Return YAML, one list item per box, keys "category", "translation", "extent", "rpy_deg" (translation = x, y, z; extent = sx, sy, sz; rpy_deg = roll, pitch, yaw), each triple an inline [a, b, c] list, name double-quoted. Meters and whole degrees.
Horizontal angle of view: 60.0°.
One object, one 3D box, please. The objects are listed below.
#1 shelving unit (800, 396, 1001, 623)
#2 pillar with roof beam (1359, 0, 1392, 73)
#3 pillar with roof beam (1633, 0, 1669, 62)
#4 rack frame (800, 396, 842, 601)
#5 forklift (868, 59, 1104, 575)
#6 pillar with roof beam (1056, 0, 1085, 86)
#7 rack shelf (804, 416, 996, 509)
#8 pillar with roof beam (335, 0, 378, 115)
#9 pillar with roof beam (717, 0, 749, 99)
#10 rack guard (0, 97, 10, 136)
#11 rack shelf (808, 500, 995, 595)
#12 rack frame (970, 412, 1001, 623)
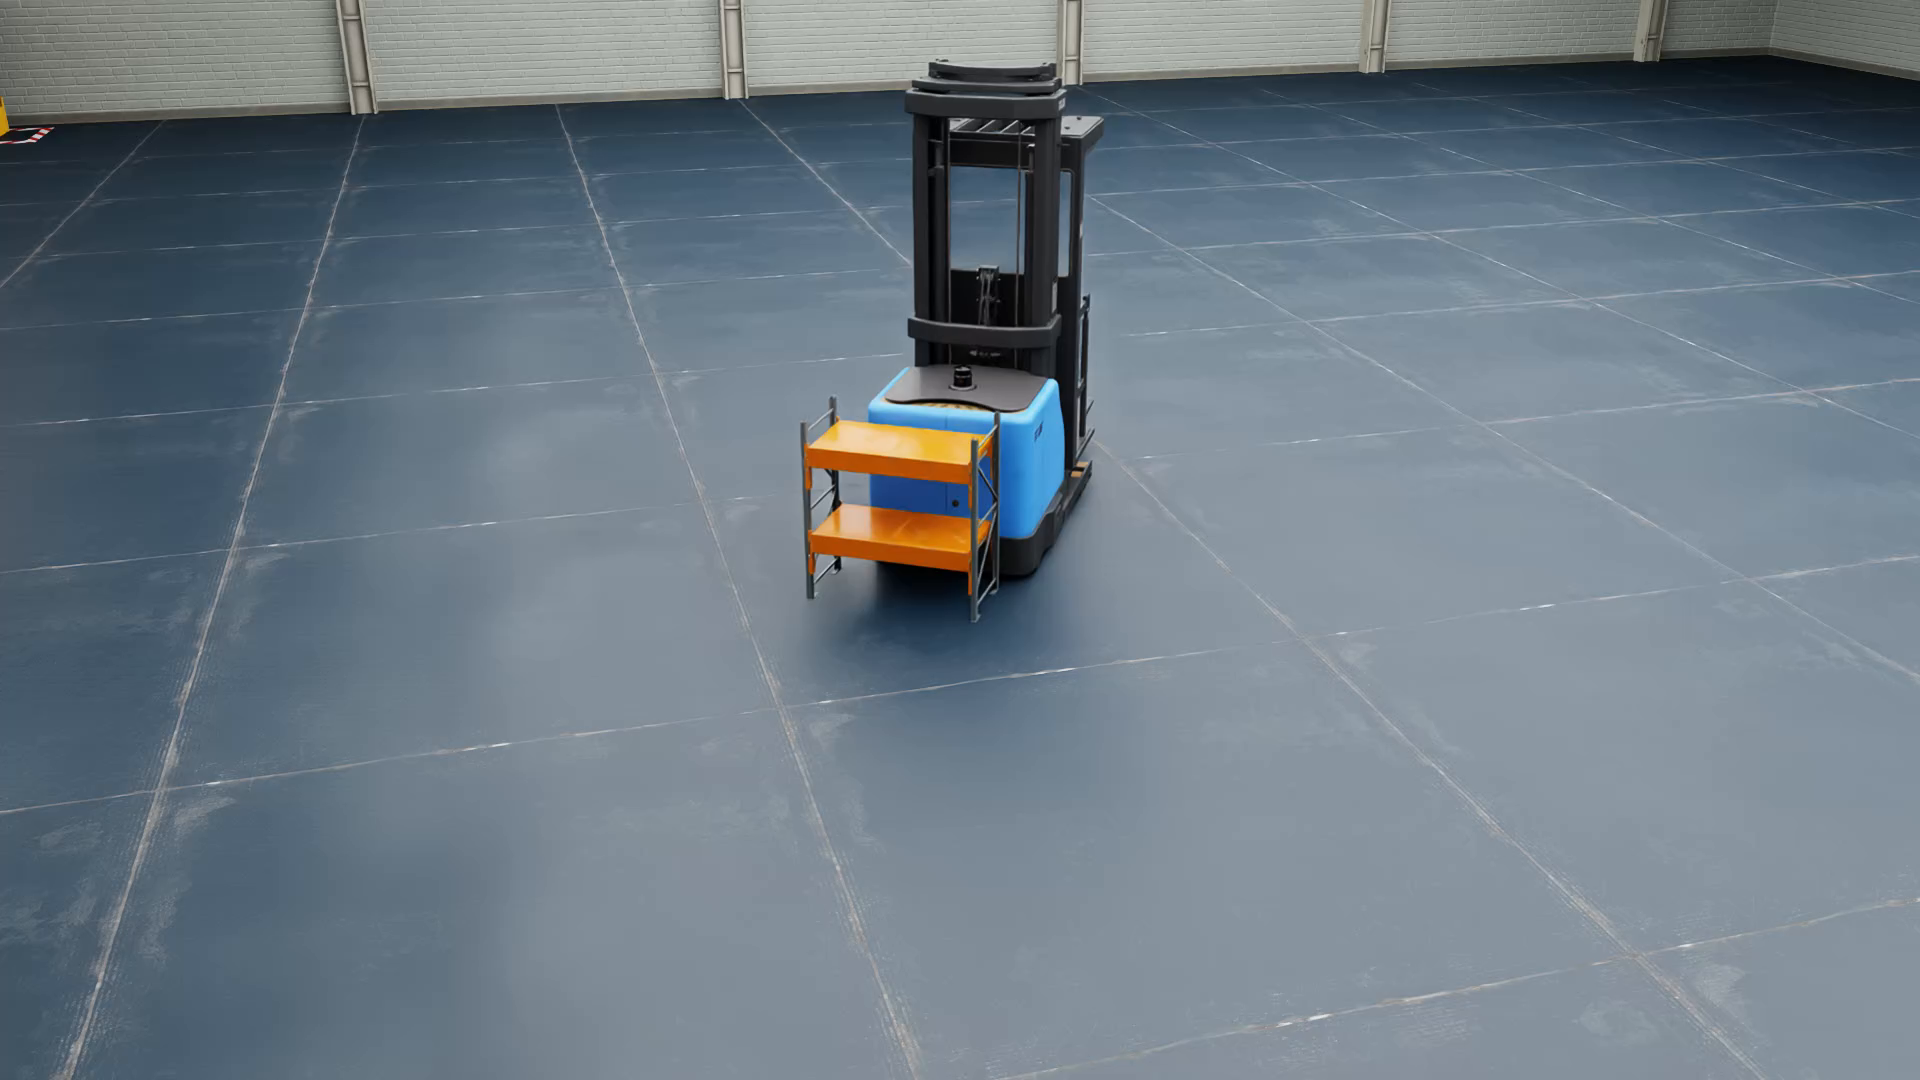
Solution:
- category: "shelving unit"
  translation: [-0.338, -0.189, 9.764]
  extent: [1.048, 1.125, 0.538]
  rpy_deg: [7, 24, 16]
- category: "pillar with roof beam"
  translation: [8.899, -11.312, 25.700]
  extent: [0.400, 9.000, 9.100]
  rpy_deg: [-6, 24, -14]
- category: "pillar with roof beam"
  translation: [14.676, -11.951, 27.190]
  extent: [0.400, 9.000, 9.100]
  rpy_deg: [-6, 24, -14]
- category: "rack frame"
  translation: [-0.824, -0.248, 9.901]
  extent: [0.032, 1.125, 0.500]
  rpy_deg: [7, 24, 16]
- category: "forklift"
  translation: [0.302, -1.688, 10.967]
  extent: [1.130, 2.935, 3.031]
  rpy_deg: [6, 24, 14]
- category: "pillar with roof beam"
  translation: [3.122, -10.673, 24.211]
  extent: [0.400, 9.000, 9.100]
  rpy_deg: [-6, 24, -14]
- category: "rack shelf"
  translation: [-0.338, -0.458, 9.649]
  extent: [1.000, 0.278, 0.538]
  rpy_deg: [7, 24, 16]
- category: "pillar with roof beam"
  translation: [-8.432, -9.394, 21.232]
  extent: [0.400, 9.000, 9.100]
  rpy_deg: [-6, 24, -14]
- category: "pillar with roof beam"
  translation: [-2.655, -10.034, 22.722]
  extent: [0.400, 9.000, 9.100]
  rpy_deg: [-6, 24, -14]
- category: "rack guard"
  translation: [-14.435, -6.219, 24.609]
  extent: [0.348, 0.500, 1.175]
  rpy_deg: [-6, 24, -14]
- category: "rack shelf"
  translation: [-0.338, 0.036, 9.861]
  extent: [1.000, 0.278, 0.538]
  rpy_deg: [7, 24, 16]
- category: "rack frame"
  translation: [0.148, -0.130, 9.627]
  extent: [0.032, 1.125, 0.500]
  rpy_deg: [7, 24, 16]
